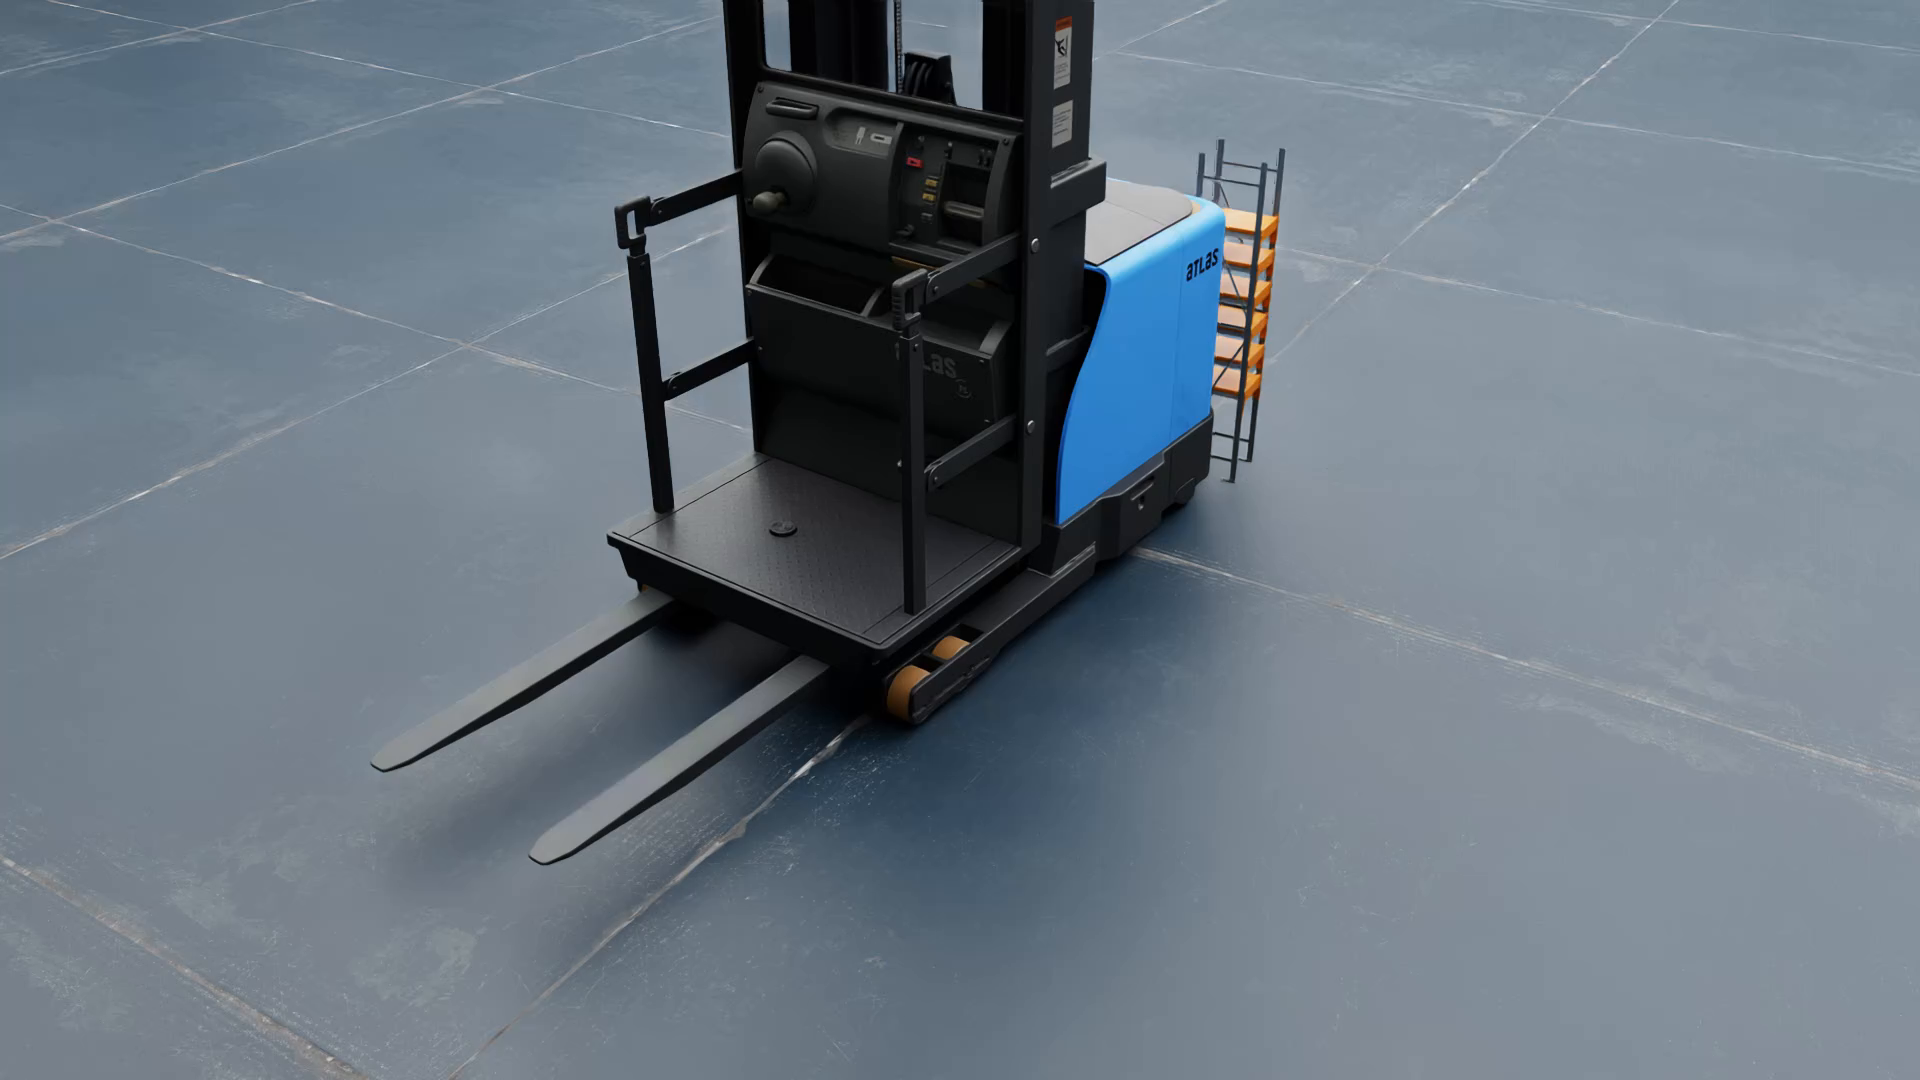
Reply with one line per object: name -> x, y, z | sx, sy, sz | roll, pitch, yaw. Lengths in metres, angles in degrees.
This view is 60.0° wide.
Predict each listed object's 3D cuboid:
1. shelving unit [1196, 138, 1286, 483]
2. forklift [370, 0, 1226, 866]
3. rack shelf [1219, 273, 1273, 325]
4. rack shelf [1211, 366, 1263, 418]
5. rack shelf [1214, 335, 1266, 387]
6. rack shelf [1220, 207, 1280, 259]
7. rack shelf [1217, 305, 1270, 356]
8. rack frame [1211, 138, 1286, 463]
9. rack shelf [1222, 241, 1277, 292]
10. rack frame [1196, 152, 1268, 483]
shelving unit -> 0.952, -0.799, 5.926 | 0.258, 1.200, 0.189 | 15, 33, 24
forklift -> -0.371, -1.011, 4.574 | 1.130, 2.935, 3.031 | 20, 36, 31
rack shelf -> 0.953, -0.864, 5.888 | 0.258, 0.103, 0.180 | 15, 33, 24
rack shelf -> 0.950, -0.553, 6.070 | 0.258, 0.103, 0.180 | 15, 33, 24
rack shelf -> 0.951, -0.657, 6.009 | 0.258, 0.103, 0.180 | 15, 33, 24
rack shelf -> 0.954, -1.071, 5.767 | 0.258, 0.103, 0.180 | 15, 33, 24
rack shelf -> 0.952, -0.760, 5.949 | 0.258, 0.103, 0.180 | 15, 33, 24
rack frame -> 0.996, -0.839, 5.996 | 0.240, 1.200, 0.006 | 15, 33, 24
rack shelf -> 0.954, -0.968, 5.828 | 0.258, 0.103, 0.180 | 15, 33, 24
rack frame -> 0.909, -0.758, 5.856 | 0.240, 1.200, 0.006 | 15, 33, 24
